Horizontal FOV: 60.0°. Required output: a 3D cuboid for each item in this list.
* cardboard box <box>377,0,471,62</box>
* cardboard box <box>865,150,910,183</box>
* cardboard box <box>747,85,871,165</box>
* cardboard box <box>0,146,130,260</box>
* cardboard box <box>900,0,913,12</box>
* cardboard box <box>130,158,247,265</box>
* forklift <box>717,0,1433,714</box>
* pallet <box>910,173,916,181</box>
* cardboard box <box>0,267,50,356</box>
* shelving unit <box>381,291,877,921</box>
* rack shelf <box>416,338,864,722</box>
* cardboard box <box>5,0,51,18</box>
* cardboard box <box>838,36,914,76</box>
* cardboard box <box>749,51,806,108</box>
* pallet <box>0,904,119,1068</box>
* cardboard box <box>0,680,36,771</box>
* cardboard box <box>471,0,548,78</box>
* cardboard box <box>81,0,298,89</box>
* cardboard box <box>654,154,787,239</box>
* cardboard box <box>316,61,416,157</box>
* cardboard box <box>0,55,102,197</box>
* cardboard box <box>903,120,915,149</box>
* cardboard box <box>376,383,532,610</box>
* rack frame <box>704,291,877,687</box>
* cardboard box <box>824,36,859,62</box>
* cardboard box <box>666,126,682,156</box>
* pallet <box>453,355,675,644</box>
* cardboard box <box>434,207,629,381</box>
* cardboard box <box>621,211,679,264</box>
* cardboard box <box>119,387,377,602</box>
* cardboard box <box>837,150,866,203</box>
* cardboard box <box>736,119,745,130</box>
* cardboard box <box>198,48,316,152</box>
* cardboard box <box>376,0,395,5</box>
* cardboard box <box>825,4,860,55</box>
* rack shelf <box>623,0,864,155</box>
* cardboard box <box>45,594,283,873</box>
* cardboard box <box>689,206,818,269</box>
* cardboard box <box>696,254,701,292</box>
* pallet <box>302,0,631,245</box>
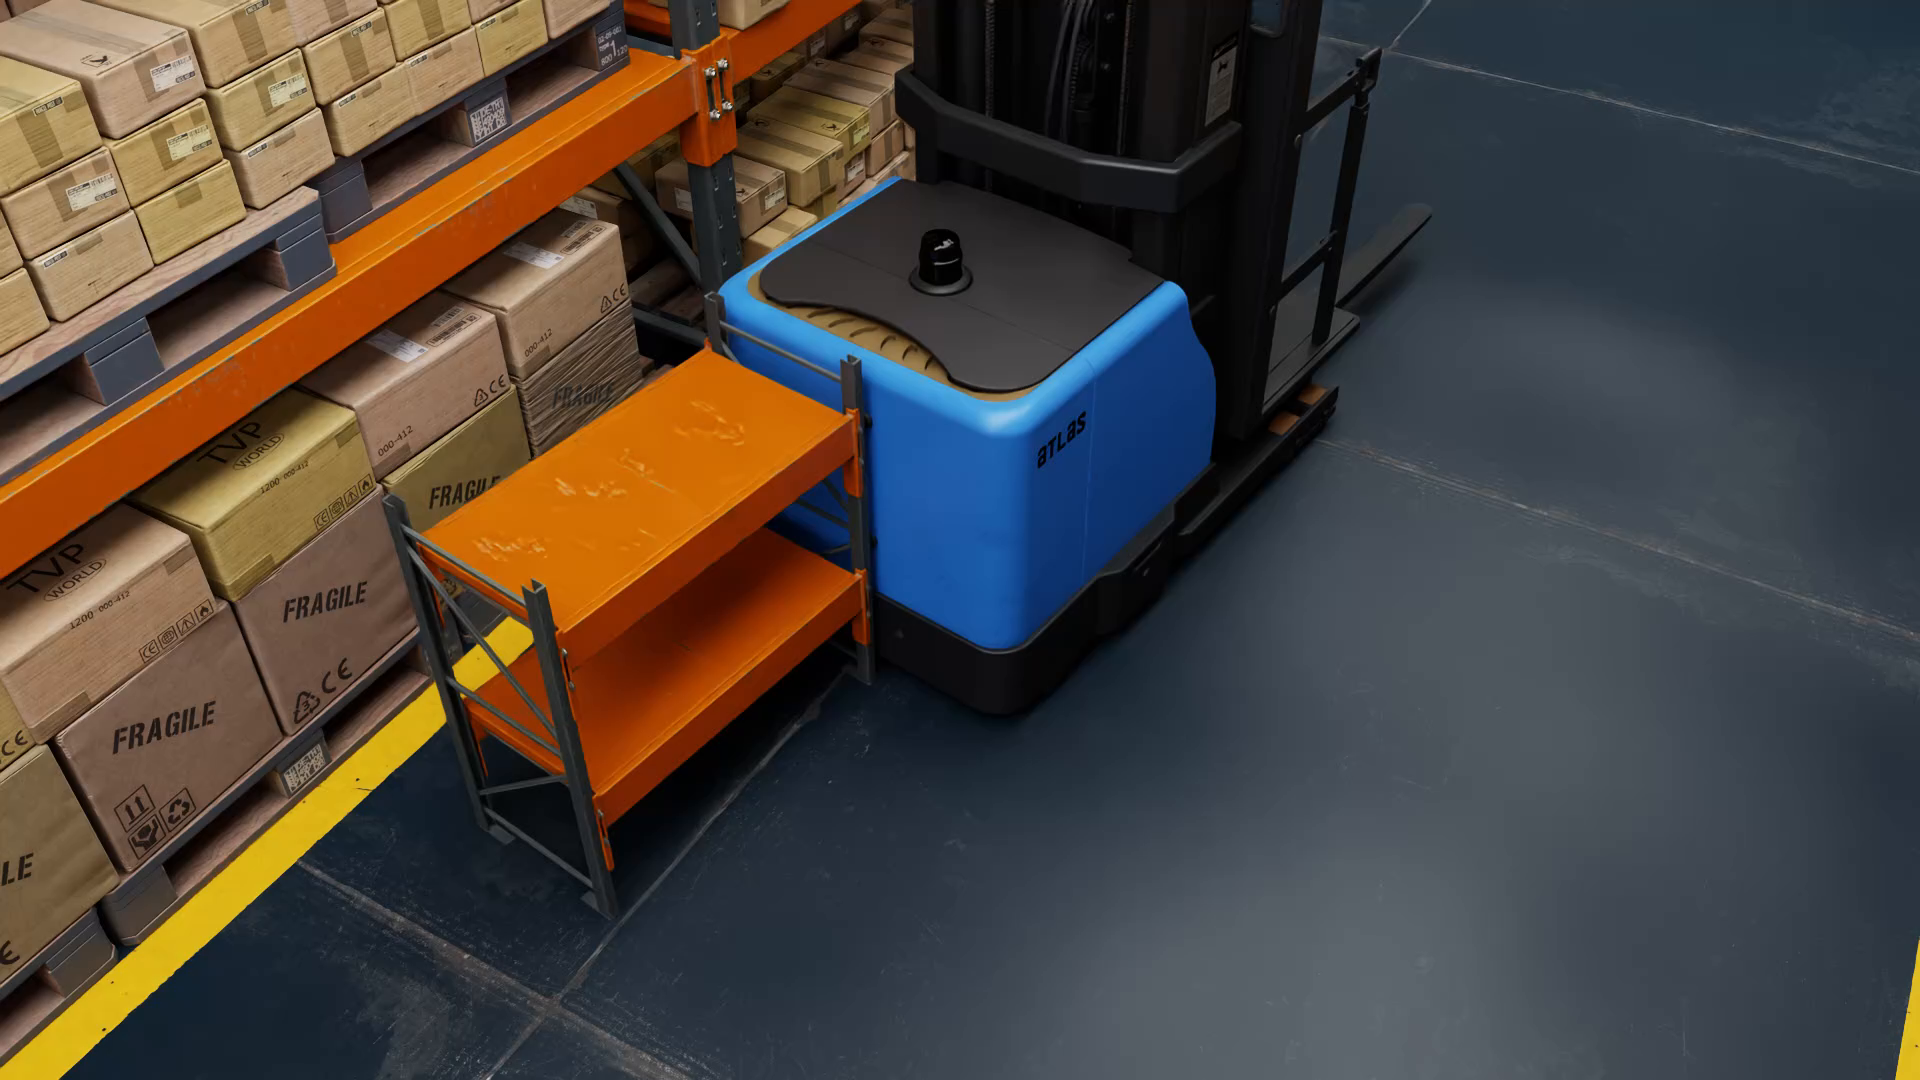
[{"bbox_3d":[-1.461,-1.357,4.168,0.380,0.149,0.250,23,46,24],"label":"cardboard box"},{"bbox_3d":[-0.419,-1.430,6.444,0.380,0.149,0.250,20,45,21],"label":"cardboard box"},{"bbox_3d":[-0.550,-1.505,6.079,0.380,0.149,0.250,20,45,21],"label":"cardboard box"},{"bbox_3d":[-1.986,-0.756,3.486,0.380,0.149,0.250,23,46,24],"label":"cardboard box"},{"bbox_3d":[-0.019,-2.092,6.745,0.380,0.149,0.250,21,46,22],"label":"cardboard box"},{"bbox_3d":[-1.852,-0.791,3.751,0.380,0.149,0.250,23,46,24],"label":"cardboard box"},{"bbox_3d":[0.626,-1.541,4.782,1.130,2.935,3.031,27,48,27],"label":"forklift"},{"bbox_3d":[-0.260,-1.817,7.154,1.003,0.211,1.213,21,45,22],"label":"pallet"},{"bbox_3d":[-2.116,-0.490,3.409,0.380,0.149,0.250,22,46,23],"label":"cardboard box"},{"bbox_3d":[-0.756,0.158,4.219,0.538,1.125,1.048,27,48,27],"label":"shelving unit"},{"bbox_3d":[-0.756,-0.062,4.026,0.538,0.278,1.000,27,48,27],"label":"rack shelf"},{"bbox_3d":[-2.290,-1.384,3.974,0.380,0.149,0.250,21,45,22],"label":"cardboard box"},{"bbox_3d":[-0.242,-1.781,6.392,0.380,0.149,0.250,22,46,23],"label":"cardboard box"},{"bbox_3d":[-0.813,-1.794,6.407,0.380,0.149,0.250,22,46,23],"label":"cardboard box"},{"bbox_3d":[-2.785,1.122,3.816,1.003,0.211,1.213,21,45,22],"label":"pallet"},{"bbox_3d":[-2.369,0.416,3.514,0.500,0.250,0.500,20,45,22],"label":"cardboard box"},{"bbox_3d":[-1.332,-1.388,4.429,0.380,0.149,0.250,21,46,22],"label":"cardboard box"},{"bbox_3d":[-1.729,-1.168,3.729,0.380,0.149,0.250,19,45,21],"label":"cardboard box"},{"bbox_3d":[-0.823,-1.206,5.739,0.380,0.149,0.250,23,46,24],"label":"cardboard box"},{"bbox_3d":[-1.584,-1.103,4.106,0.380,0.149,0.250,19,45,20],"label":"cardboard box"},{"bbox_3d":[-1.993,-0.859,3.378,0.380,0.149,0.250,20,45,21],"label":"cardboard box"},{"bbox_3d":[-0.282,-1.697,6.521,0.380,0.149,0.250,23,46,24],"label":"cardboard box"},{"bbox_3d":[-1.585,-0.186,4.765,0.500,0.500,0.500,20,45,21],"label":"cardboard box"},{"bbox_3d":[-0.448,-0.109,4.523,0.500,1.125,0.032,27,48,27],"label":"rack frame"},{"bbox_3d":[-0.577,-1.980,6.843,0.380,0.149,0.250,19,45,20],"label":"cardboard box"},{"bbox_3d":[-1.129,-1.527,6.103,0.380,0.149,0.250,21,46,23],"label":"cardboard box"},{"bbox_3d":[-1.564,-0.274,5.402,1.003,0.211,1.213,21,45,22],"label":"pallet"},{"bbox_3d":[-1.329,-0.758,4.847,0.500,0.250,0.500,20,45,21],"label":"cardboard box"},{"bbox_3d":[-1.274,-1.192,6.173,0.380,0.149,0.250,21,46,23],"label":"cardboard box"},{"bbox_3d":[-1.850,-0.161,4.169,0.500,0.250,0.500,19,45,20],"label":"cardboard box"},{"bbox_3d":[-0.577,-1.393,6.177,0.380,0.149,0.250,21,45,22],"label":"cardboard box"},{"bbox_3d":[-1.049,-1.570,6.377,0.380,0.149,0.250,19,45,21],"label":"cardboard box"},{"bbox_3d":[-1.725,-1.050,3.820,0.380,0.149,0.250,19,45,20],"label":"cardboard box"},{"bbox_3d":[-1.472,-1.458,4.058,0.380,0.149,0.250,19,45,21],"label":"cardboard box"},{"bbox_3d":[-0.633,-2.138,6.797,0.380,0.149,0.250,19,45,21],"label":"cardboard box"},{"bbox_3d":[-0.174,-2.641,6.524,1.077,0.370,4.000,21,45,22],"label":"rack shelf"},{"bbox_3d":[-2.101,0.398,4.102,0.500,0.500,0.500,20,45,21],"label":"cardboard box"},{"bbox_3d":[-0.717,-1.068,5.807,0.380,0.149,0.250,23,46,24],"label":"cardboard box"},{"bbox_3d":[-0.715,-0.957,5.906,0.380,0.149,0.250,19,45,20],"label":"cardboard box"},{"bbox_3d":[-1.684,-1.306,4.608,1.003,0.211,1.213,21,45,22],"label":"pallet"}]
